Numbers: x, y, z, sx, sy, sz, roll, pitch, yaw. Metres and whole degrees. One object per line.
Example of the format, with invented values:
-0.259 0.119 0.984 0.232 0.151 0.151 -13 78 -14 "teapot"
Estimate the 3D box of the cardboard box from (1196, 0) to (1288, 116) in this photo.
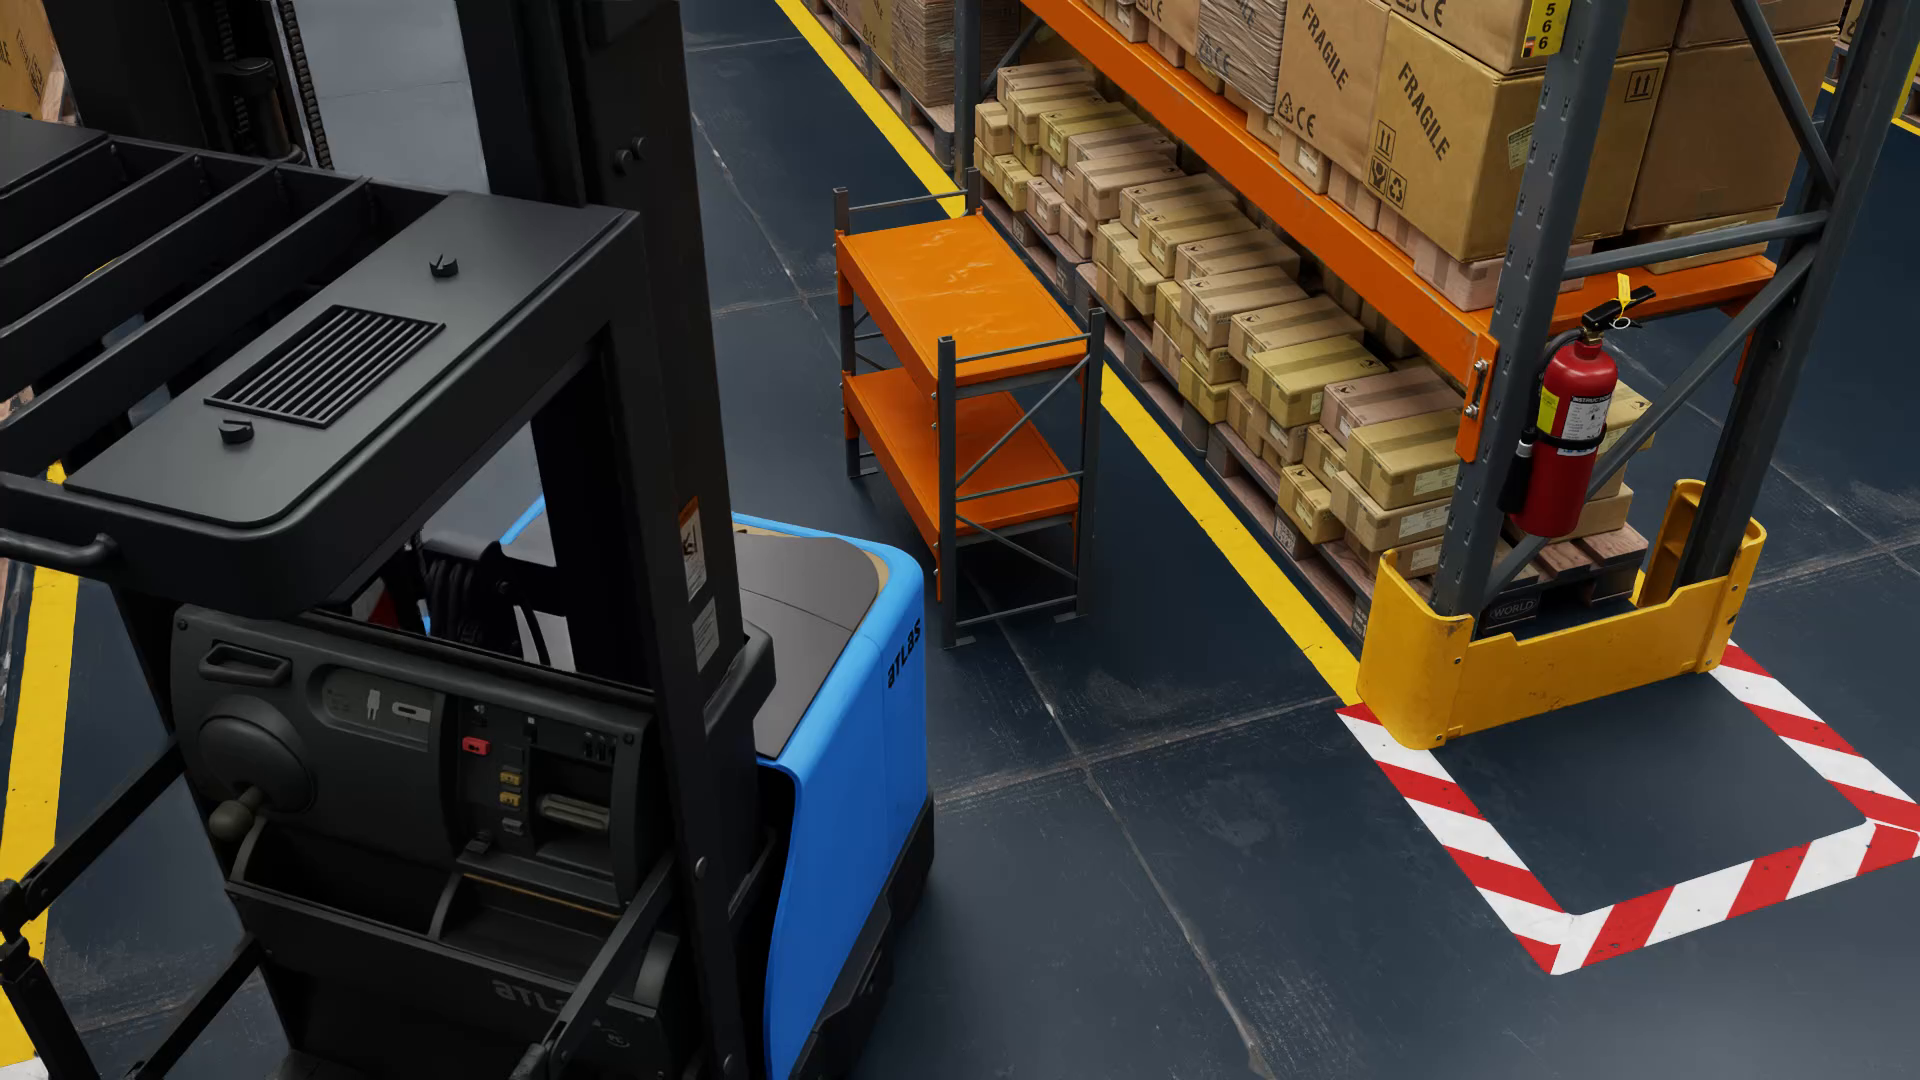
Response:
1.086 -1.675 5.150 0.500 0.500 0.500 -12 39 -16 "cardboard box"

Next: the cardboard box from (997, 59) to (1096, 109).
0.386 -2.028 7.475 0.380 0.149 0.250 -11 38 -14 "cardboard box"

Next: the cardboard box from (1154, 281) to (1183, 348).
0.947 -0.858 6.169 0.380 0.149 0.250 -11 38 -14 "cardboard box"

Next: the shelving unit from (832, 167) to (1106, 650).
0.002 -0.445 5.407 0.538 1.125 1.048 -12 39 -16 "shelving unit"

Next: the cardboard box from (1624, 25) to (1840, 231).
1.943 -1.208 4.531 0.500 0.500 0.500 -11 38 -14 "cardboard box"

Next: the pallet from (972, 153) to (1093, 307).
0.726 -1.513 7.583 1.003 0.211 1.213 -12 39 -16 "pallet"

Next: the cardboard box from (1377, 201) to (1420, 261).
1.410 -0.913 4.677 0.380 0.149 0.250 -13 39 -16 "cardboard box"

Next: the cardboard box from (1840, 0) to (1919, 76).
5.305 -2.898 8.521 0.875 0.875 0.875 -12 39 -16 "cardboard box"

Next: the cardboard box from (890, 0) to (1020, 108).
-0.030 -2.534 8.349 0.500 0.500 0.500 -13 39 -17 "cardboard box"

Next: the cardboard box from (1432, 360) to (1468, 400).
1.769 -0.503 5.450 0.380 0.149 0.250 -12 39 -15 "cardboard box"

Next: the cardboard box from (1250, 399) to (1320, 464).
1.208 -0.419 5.586 0.380 0.149 0.250 -14 39 -18 "cardboard box"

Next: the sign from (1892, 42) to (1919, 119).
2.348 -1.197 4.127 0.100 0.325 0.005 -12 39 -16 "sign"

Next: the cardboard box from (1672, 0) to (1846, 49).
1.933 -1.606 4.227 0.500 0.500 0.500 -13 39 -16 "cardboard box"

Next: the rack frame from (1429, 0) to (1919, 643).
1.838 -0.739 4.238 1.000 3.000 0.127 -12 39 -16 "rack frame"

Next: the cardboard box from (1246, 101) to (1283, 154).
1.137 -1.345 5.252 0.380 0.149 0.250 -14 39 -18 "cardboard box"

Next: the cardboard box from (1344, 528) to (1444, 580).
1.461 -0.022 5.307 0.380 0.149 0.250 -12 39 -15 "cardboard box"

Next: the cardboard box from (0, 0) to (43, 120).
-4.758 -2.078 7.433 0.875 0.875 0.875 -11 38 -15 "cardboard box"

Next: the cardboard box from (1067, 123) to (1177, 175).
0.669 -1.585 6.887 0.380 0.149 0.250 -13 39 -17 "cardboard box"

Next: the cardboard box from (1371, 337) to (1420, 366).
1.704 -0.690 5.946 0.380 0.149 0.250 -11 38 -15 "cardboard box"

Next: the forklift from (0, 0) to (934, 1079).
-1.031 0.456 2.709 1.130 2.935 3.031 12 39 15 "forklift"

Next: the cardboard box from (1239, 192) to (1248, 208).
1.346 -1.397 6.637 0.380 0.149 0.250 -14 39 -18 "cardboard box"

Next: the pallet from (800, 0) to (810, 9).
-0.647 -3.703 10.490 1.003 0.211 1.213 -12 39 -16 "pallet"

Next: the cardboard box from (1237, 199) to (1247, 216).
1.256 -1.279 6.728 0.380 0.149 0.250 -14 39 -18 "cardboard box"

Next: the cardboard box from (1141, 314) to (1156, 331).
0.932 -0.898 6.470 0.380 0.149 0.250 -11 38 -15 "cardboard box"

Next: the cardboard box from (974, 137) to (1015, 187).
0.285 -1.755 7.608 0.380 0.149 0.250 -14 39 -18 "cardboard box"

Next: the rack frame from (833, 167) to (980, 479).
-0.173 -0.733 5.788 0.500 1.125 0.032 -12 39 -16 "rack frame"

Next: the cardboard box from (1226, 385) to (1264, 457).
1.170 -0.450 5.875 0.380 0.149 0.250 -12 39 -15 "cardboard box"

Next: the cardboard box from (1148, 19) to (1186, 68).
0.886 -1.795 5.848 0.380 0.149 0.250 -11 38 -14 "cardboard box"

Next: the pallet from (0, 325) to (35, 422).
-3.963 -0.357 6.049 1.003 0.211 1.213 -12 39 -16 "pallet"

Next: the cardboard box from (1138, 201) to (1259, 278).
0.899 -1.140 6.296 0.380 0.149 0.250 -12 39 -16 "cardboard box"

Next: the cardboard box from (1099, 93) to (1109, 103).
0.868 -2.034 7.731 0.380 0.149 0.250 -12 39 -15 "cardboard box"

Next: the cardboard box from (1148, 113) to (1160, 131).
1.046 -1.843 7.229 0.380 0.149 0.250 -13 39 -16 "cardboard box"

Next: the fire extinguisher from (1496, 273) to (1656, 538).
1.491 -0.321 4.058 0.296 0.674 0.183 -12 39 -16 "fire extinguisher"

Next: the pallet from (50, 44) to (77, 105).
-5.327 -2.601 9.028 1.003 0.211 1.213 -12 39 -16 "pallet"

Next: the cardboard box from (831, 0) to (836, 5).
-0.554 -3.403 9.503 0.500 0.500 0.500 -13 39 -17 "cardboard box"

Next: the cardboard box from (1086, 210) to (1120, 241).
0.738 -1.307 6.766 0.380 0.149 0.250 -11 38 -14 "cardboard box"

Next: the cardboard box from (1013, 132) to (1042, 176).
0.457 -1.751 7.355 0.380 0.149 0.250 -12 39 -16 "cardboard box"

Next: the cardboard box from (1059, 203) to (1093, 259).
0.645 -1.342 7.059 0.380 0.149 0.250 -13 39 -17 "cardboard box"

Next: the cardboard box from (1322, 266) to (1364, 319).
1.553 -0.953 6.048 0.380 0.149 0.250 -11 38 -14 "cardboard box"

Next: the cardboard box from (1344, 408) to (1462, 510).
1.418 -0.252 5.118 0.380 0.149 0.250 -12 39 -15 "cardboard box"

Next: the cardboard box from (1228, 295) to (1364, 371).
1.147 -0.685 5.693 0.380 0.149 0.250 -14 39 -18 "cardboard box"
